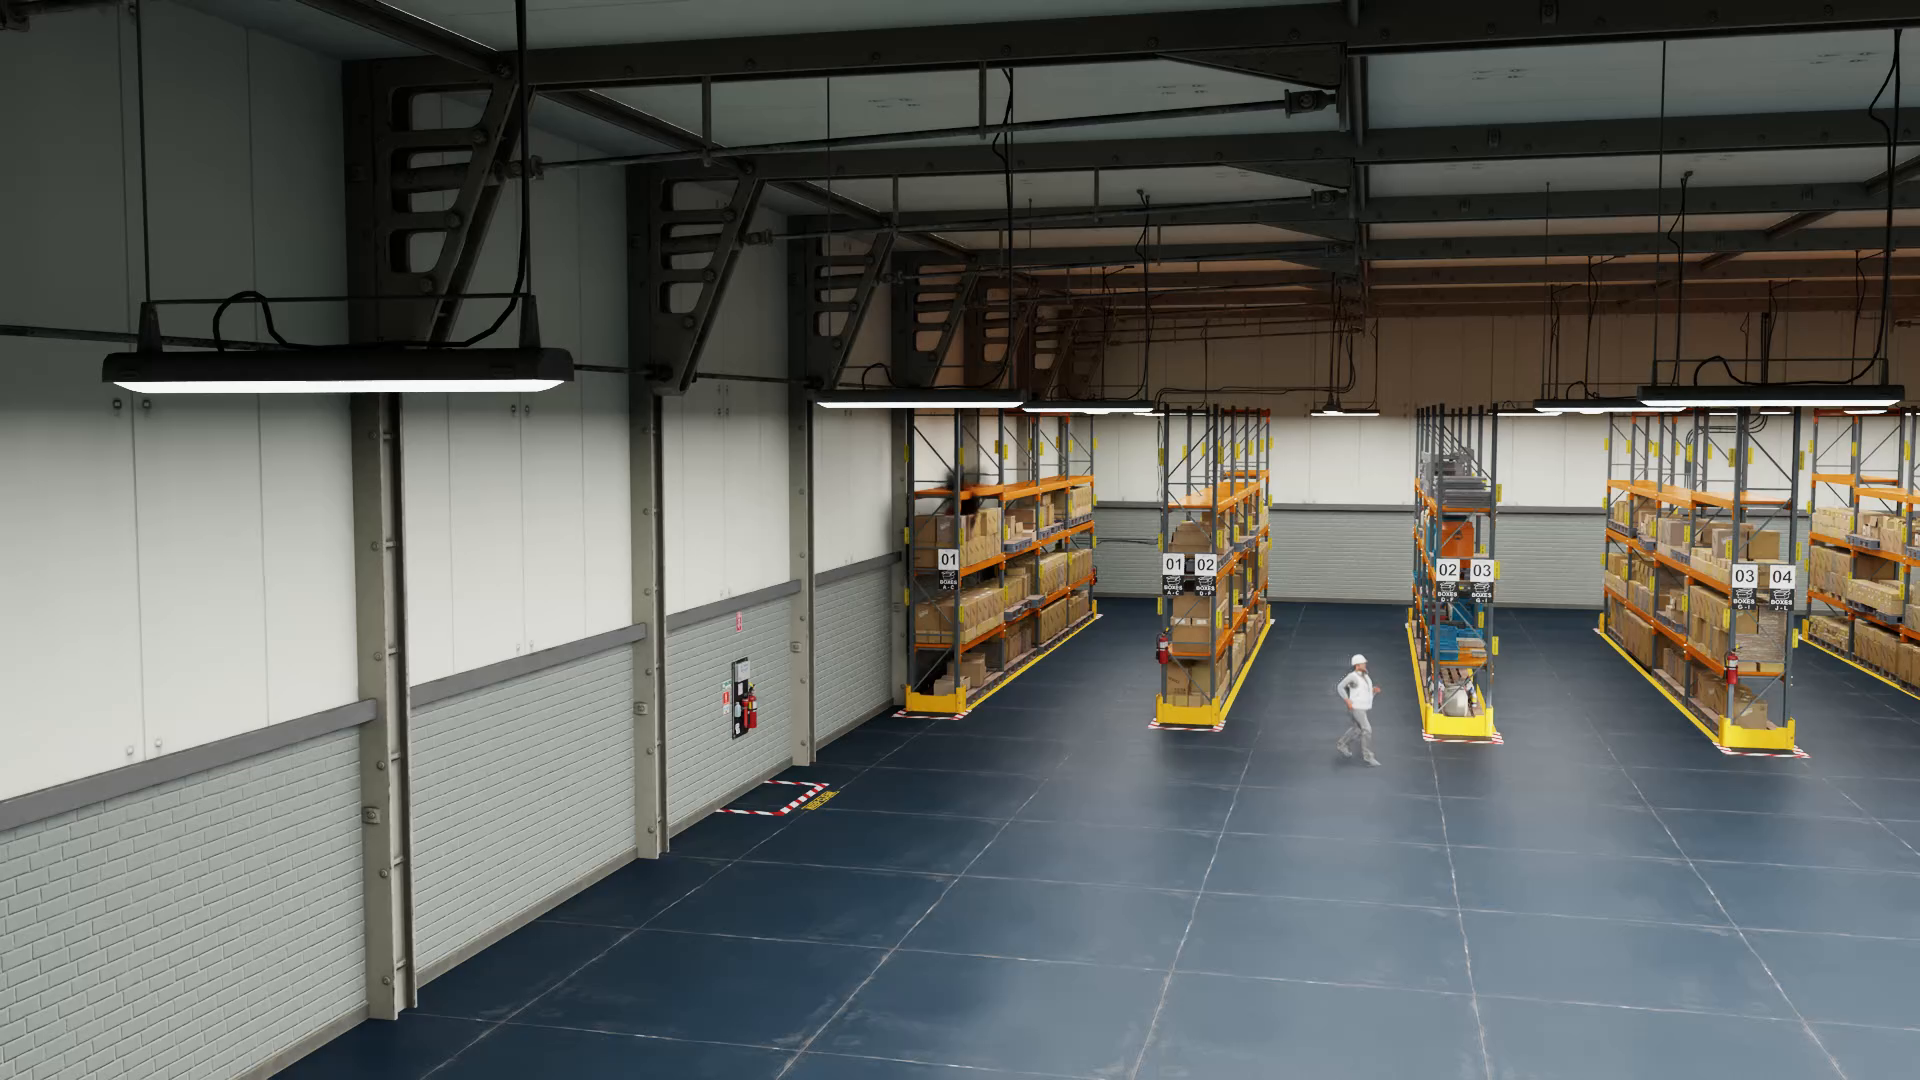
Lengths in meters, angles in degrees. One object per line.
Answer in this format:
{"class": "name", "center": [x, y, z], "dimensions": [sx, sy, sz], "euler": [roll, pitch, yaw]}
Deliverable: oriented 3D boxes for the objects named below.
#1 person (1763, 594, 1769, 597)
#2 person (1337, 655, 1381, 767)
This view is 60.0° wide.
{"class": "person", "center": [20.587, 1.753, 42.778], "dimensions": [0.719, 1.701, 0.563], "euler": [3, 5, 31]}
{"class": "person", "center": [6.640, 2.810, 27.660], "dimensions": [0.868, 1.809, 0.641], "euler": [4, 5, 40]}
